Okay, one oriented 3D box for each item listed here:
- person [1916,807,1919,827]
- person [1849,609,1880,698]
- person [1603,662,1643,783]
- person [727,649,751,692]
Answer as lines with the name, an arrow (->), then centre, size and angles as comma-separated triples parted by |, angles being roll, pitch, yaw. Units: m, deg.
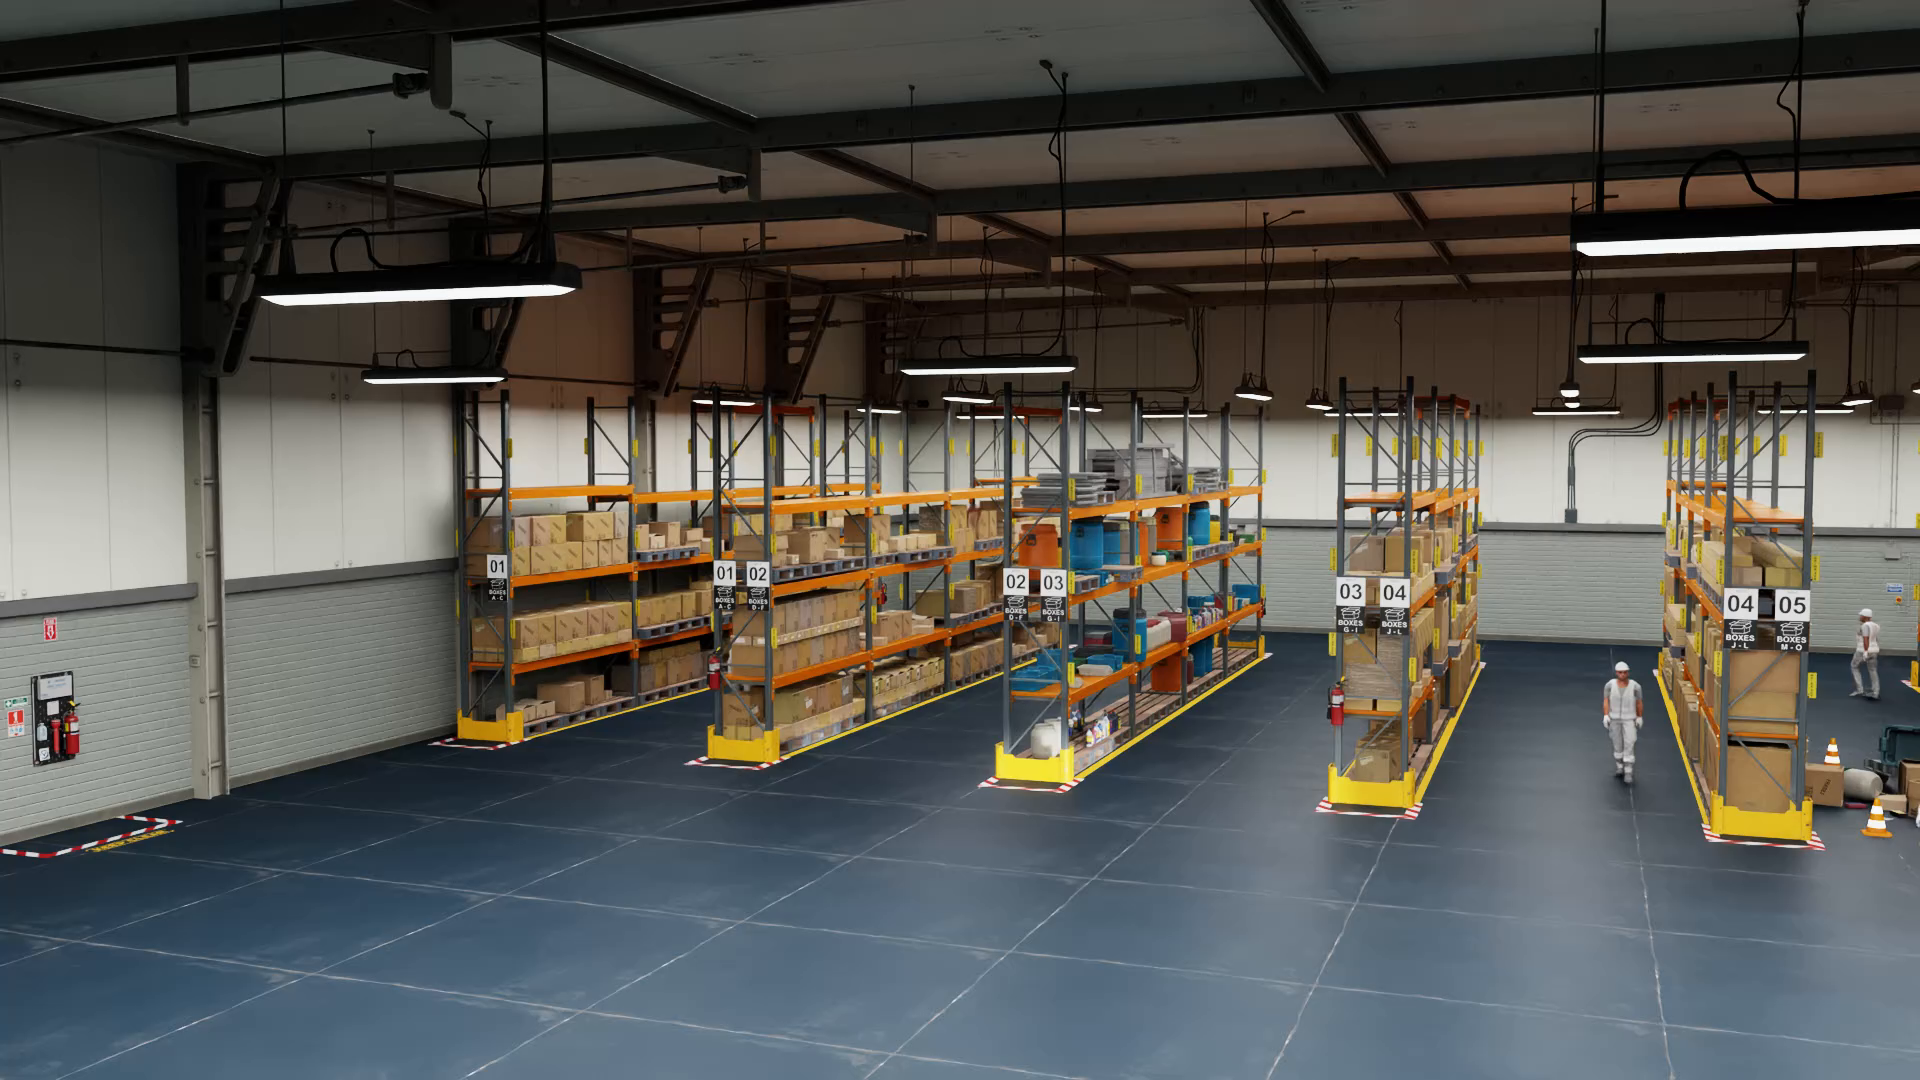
person -> 11.126, 3.135, 18.834 | 1.018, 1.613, 0.519 | -1, 3, -25
person -> 18.250, 2.281, 33.376 | 0.535, 1.795, 0.534 | -1, 3, -13
person -> 9.993, 2.716, 25.116 | 0.544, 1.747, 0.902 | 2, 4, 32
person -> -3.989, 2.512, 30.459 | 0.551, 1.654, 0.551 | 0, 3, 0
